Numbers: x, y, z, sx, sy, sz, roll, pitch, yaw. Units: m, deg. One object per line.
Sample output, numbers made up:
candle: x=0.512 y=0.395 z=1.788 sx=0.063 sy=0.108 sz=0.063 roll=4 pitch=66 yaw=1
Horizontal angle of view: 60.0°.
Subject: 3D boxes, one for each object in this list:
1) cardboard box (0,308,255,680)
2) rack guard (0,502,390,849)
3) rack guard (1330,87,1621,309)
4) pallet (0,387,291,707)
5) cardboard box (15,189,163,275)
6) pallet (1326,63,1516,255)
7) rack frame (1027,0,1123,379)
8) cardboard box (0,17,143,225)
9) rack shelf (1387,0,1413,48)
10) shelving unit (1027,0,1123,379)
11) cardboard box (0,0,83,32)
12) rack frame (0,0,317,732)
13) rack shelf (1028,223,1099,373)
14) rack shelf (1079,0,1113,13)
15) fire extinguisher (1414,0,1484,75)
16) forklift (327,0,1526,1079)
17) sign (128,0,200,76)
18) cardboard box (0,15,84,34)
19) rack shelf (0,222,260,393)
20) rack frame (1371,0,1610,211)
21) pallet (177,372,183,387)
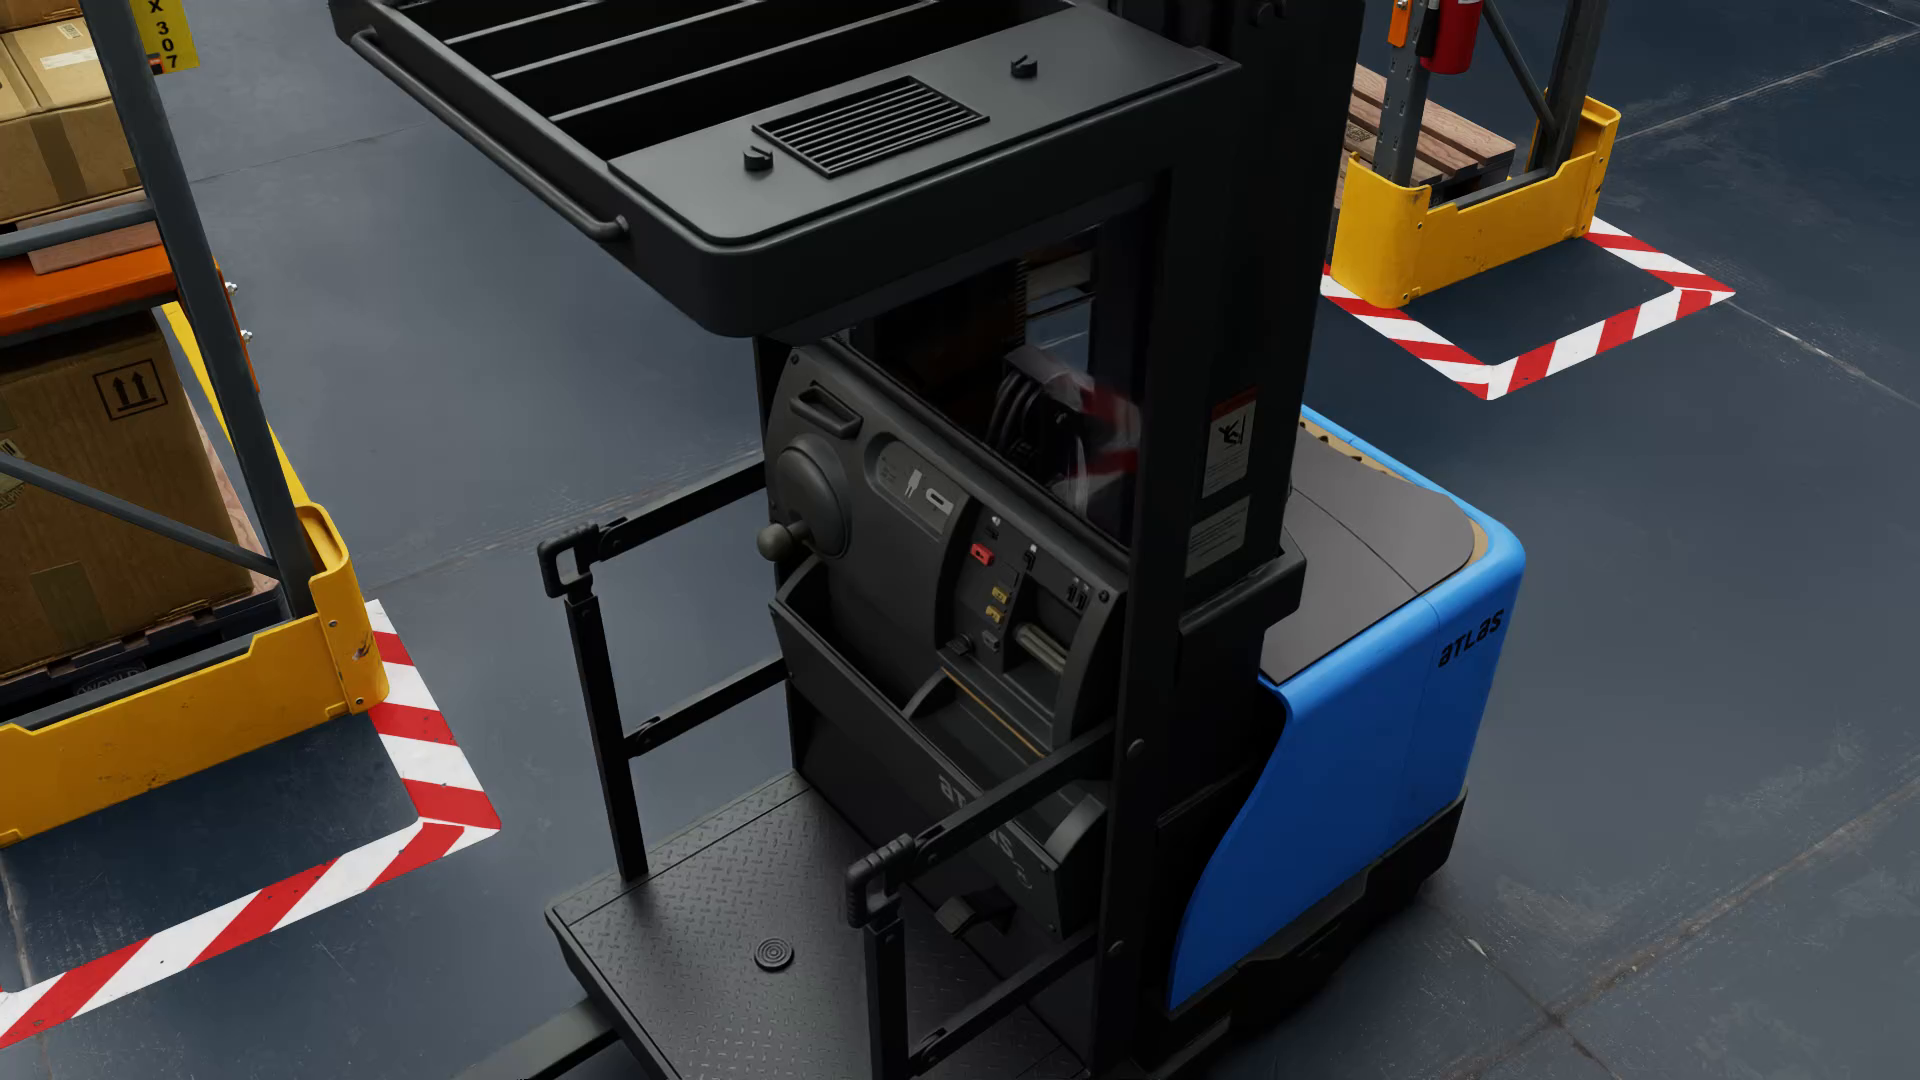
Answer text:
cardboard box: x=-2.608 y=-0.271 z=4.564 sx=0.875 sy=0.875 sz=0.875 roll=-22 pitch=45 yaw=-24
rack guard: x=-2.183 y=0.365 z=4.421 sx=1.175 sy=0.500 sz=0.348 roll=-22 pitch=45 yaw=-24
rack guard: x=2.004 y=-1.344 z=6.473 sx=1.175 sy=0.500 sz=0.348 roll=-22 pitch=45 yaw=-24
pallet: x=-2.692 y=0.059 z=5.015 sx=1.003 sy=0.211 sz=1.213 roll=-22 pitch=45 yaw=-24
cardboard box: x=-2.109 y=-0.817 z=4.083 sx=0.380 sy=0.149 sz=0.250 roll=-22 pitch=44 yaw=-24
pallet: x=1.569 y=-1.700 z=7.125 sx=1.003 sy=0.211 sz=1.213 roll=-22 pitch=45 yaw=-24
rack frame: x=0.220 y=-0.586 z=4.313 sx=0.400 sy=2.100 sz=0.015 roll=-22 pitch=45 yaw=-24
cardboard box: x=-2.227 y=-1.017 z=4.012 sx=0.500 sy=0.250 sz=0.500 roll=-23 pitch=45 yaw=-25
rack shelf: x=0.904 y=-3.116 z=7.208 sx=1.077 sy=0.370 sz=4.000 roll=-22 pitch=45 yaw=-24
shelving unit: x=0.089 y=-0.717 z=4.471 sx=0.431 sy=2.100 sz=0.503 roll=-22 pitch=45 yaw=-24
cardboard box: x=-2.496 y=-1.575 z=4.096 sx=0.500 sy=0.500 sz=0.500 roll=-23 pitch=45 yaw=-25
rack frame: x=-2.196 y=-0.608 z=3.637 sx=1.000 sy=3.000 sz=0.127 roll=-22 pitch=45 yaw=-24
rack shelf: x=0.089 y=-0.707 z=4.479 sx=0.431 sy=0.518 sz=0.480 roll=-22 pitch=45 yaw=-24
rack shelf: x=0.089 y=-1.245 z=4.031 sx=0.431 sy=0.518 sz=0.480 roll=-22 pitch=45 yaw=-24
fire extinguisher: x=1.678 y=-1.902 z=5.541 sx=0.296 sy=0.674 sz=0.183 roll=-22 pitch=45 yaw=-24
forklift: x=-0.225 y=0.048 z=2.903 sx=3.031 sy=2.935 sz=1.130 roll=-27 pitch=47 yaw=-29
sign: x=-1.725 y=-1.159 z=3.559 sx=0.100 sy=0.325 sz=0.005 roll=-22 pitch=45 yaw=-24
cardboard box: x=-2.512 y=-1.295 z=4.346 sx=0.500 sy=0.250 sz=0.500 roll=-23 pitch=45 yaw=-25
rack shelf: x=-3.272 y=-1.411 z=5.162 sx=1.077 sy=0.370 sz=4.000 roll=-22 pitch=45 yaw=-24
rack frame: x=1.980 y=-2.313 z=5.683 sx=1.000 sy=3.000 sz=0.127 roll=-22 pitch=45 yaw=-24
pallet: x=-3.344 y=-0.599 z=5.804 sx=1.003 sy=0.211 sz=1.213 roll=-22 pitch=45 yaw=-24
